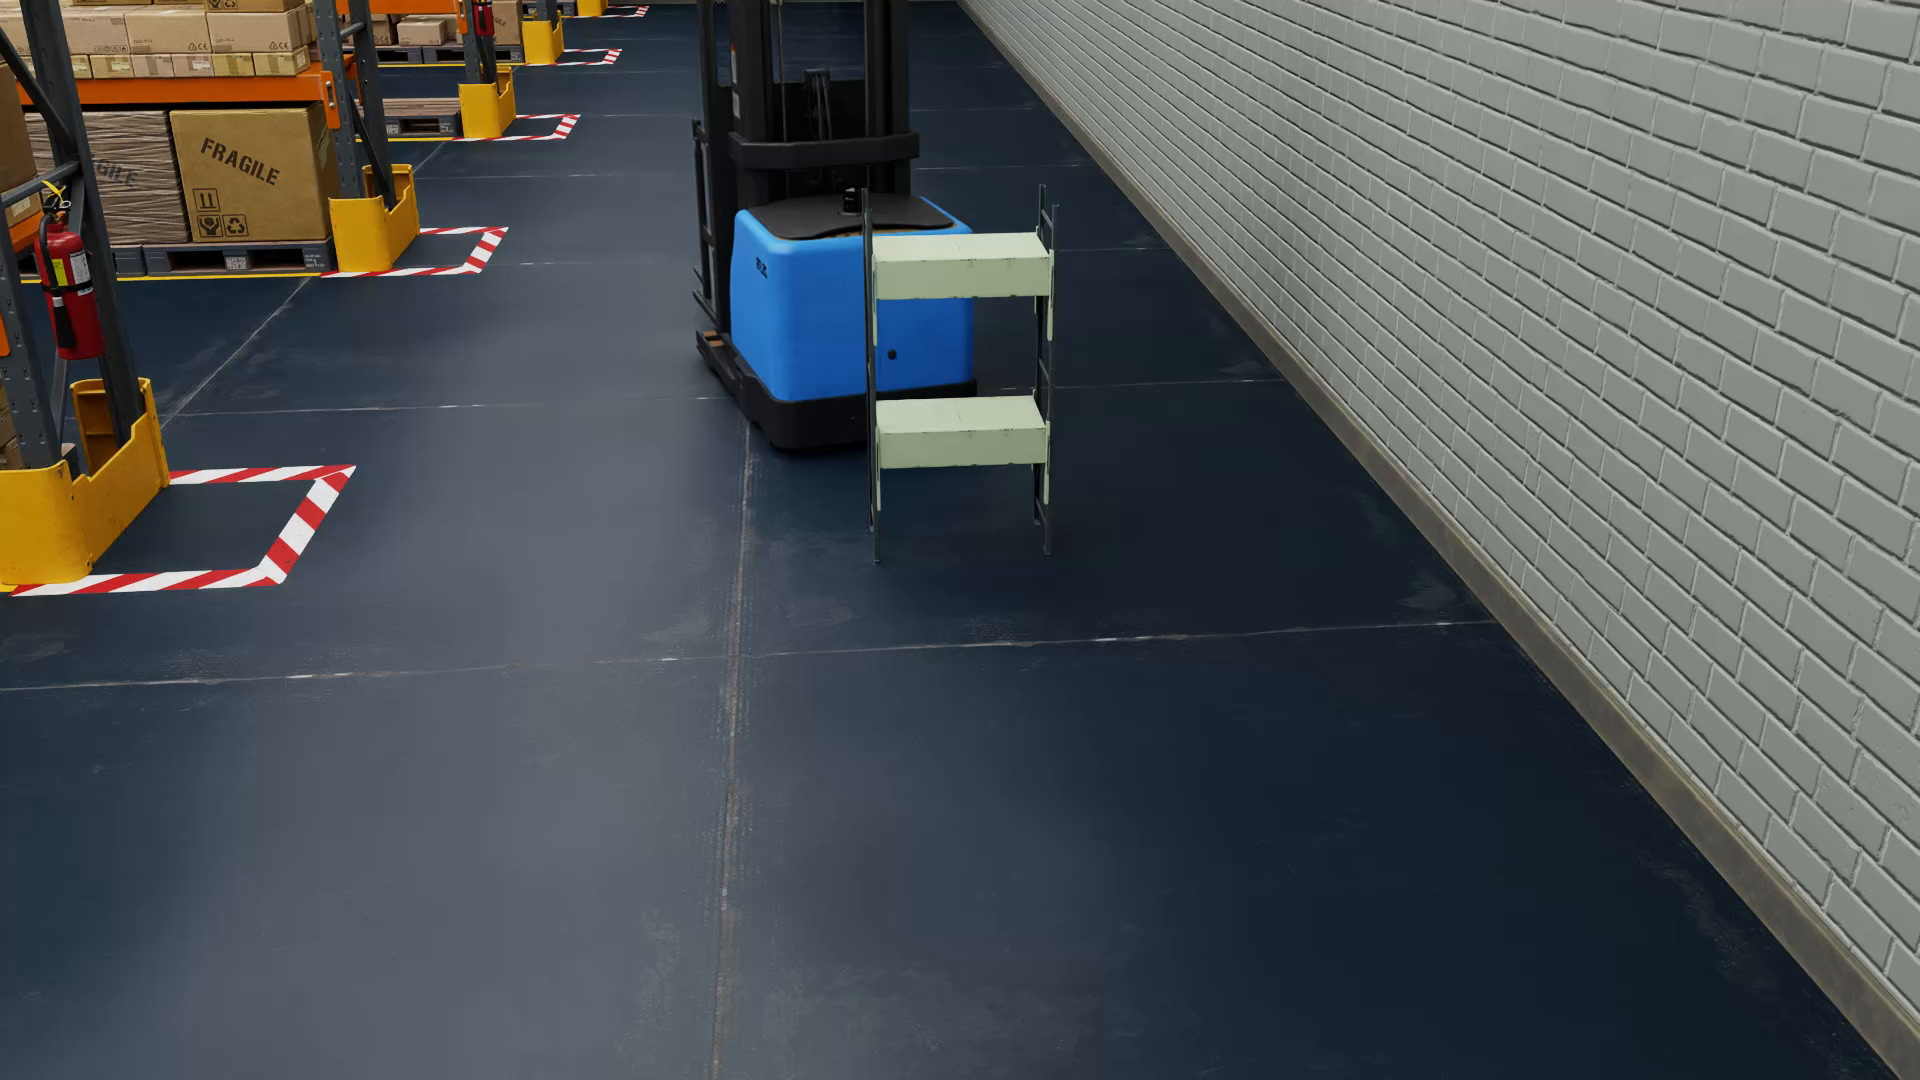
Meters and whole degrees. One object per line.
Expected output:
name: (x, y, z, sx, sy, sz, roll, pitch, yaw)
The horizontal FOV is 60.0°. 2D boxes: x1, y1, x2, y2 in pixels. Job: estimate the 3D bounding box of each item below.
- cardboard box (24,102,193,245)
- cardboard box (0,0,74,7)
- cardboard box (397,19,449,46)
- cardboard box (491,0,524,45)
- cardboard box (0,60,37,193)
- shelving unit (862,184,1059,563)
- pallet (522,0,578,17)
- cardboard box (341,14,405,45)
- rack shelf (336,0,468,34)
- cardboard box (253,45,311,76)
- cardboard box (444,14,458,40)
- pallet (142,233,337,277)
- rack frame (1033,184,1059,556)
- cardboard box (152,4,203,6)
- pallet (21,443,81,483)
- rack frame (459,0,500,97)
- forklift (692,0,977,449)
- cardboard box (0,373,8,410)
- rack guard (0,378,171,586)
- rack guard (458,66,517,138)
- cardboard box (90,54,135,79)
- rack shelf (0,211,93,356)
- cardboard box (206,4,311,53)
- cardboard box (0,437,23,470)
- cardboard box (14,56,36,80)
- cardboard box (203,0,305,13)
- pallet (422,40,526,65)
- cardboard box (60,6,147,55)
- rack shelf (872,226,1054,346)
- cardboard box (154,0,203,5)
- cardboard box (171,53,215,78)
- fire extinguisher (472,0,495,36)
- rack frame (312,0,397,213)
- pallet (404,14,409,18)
cardboard box: (-5.699, -2.563, 11.422, 0.875, 0.875, 0.875, -2, 24, -5)
cardboard box: (-6.204, -3.529, 11.314, 0.500, 0.250, 0.500, -3, 24, -6)
cardboard box: (-6.599, -6.238, 20.435, 0.500, 0.250, 0.500, -2, 24, -5)
cardboard box: (-5.651, -6.378, 20.442, 0.500, 0.500, 0.500, -2, 24, -5)
cardboard box: (-4.251, -1.703, 6.898, 0.500, 0.500, 0.500, -1, 24, -3)
shelving unit: (-0.007, -0.685, 6.945, 0.755, 1.500, 0.431, -2, 24, -5)
pallet: (-6.413, -8.105, 25.225, 1.213, 0.211, 1.003, -2, 24, -5)
cardboard box: (-7.246, -6.418, 20.529, 0.637, 0.503, 0.797, -2, 24, -5)
rack shelf: (-6.641, -5.030, 15.758, 4.000, 0.370, 1.077, -2, 24, -5)
cardboard box: (-4.486, -3.174, 11.007, 0.250, 0.149, 0.380, -2, 24, -4)
cardboard box: (-6.201, -6.458, 20.930, 0.500, 0.250, 0.500, -2, 24, -5)
pallet: (-4.952, -2.098, 11.711, 1.213, 0.211, 1.003, -2, 24, -5)
rack frame: (0.358, -0.700, 6.978, 0.023, 1.500, 0.400, -2, 24, -5)
cardboard box: (-5.185, -3.570, 11.408, 0.500, 0.250, 0.500, -3, 24, -6)
pallet: (-4.665, -0.132, 7.287, 1.213, 0.211, 1.003, -2, 24, -5)
rack frame: (-4.651, -5.438, 15.792, 0.127, 3.000, 1.000, -2, 24, -5)
forklift: (-0.881, -2.353, 8.936, 1.130, 2.935, 3.031, -8, 25, -18)
cardboard box: (-4.332, -0.705, 7.403, 0.250, 0.149, 0.380, -3, 24, -8)
rack guard: (-3.853, -0.282, 7.269, 0.348, 0.500, 1.175, -2, 24, -5)
rack guard: (-4.628, -4.302, 16.314, 0.348, 0.500, 1.175, -2, 24, -5)
cardboard box: (-5.502, -3.133, 10.914, 0.250, 0.149, 0.380, -3, 24, -6)
rack shelf: (-5.768, -1.019, 6.735, 4.000, 0.370, 1.077, -2, 24, -5)
cardboard box: (-4.620, -3.377, 10.973, 0.500, 0.250, 0.500, -3, 24, -6)
cardboard box: (-4.330, -0.425, 7.506, 0.250, 0.149, 0.380, -2, 24, -4)
cardboard box: (-6.007, -3.113, 10.870, 0.250, 0.149, 0.380, -2, 24, -4)
cardboard box: (-4.623, -3.721, 10.823, 0.500, 0.500, 0.500, -2, 24, -4)
pallet: (-6.003, -6.131, 20.784, 1.213, 0.211, 1.003, -2, 24, -5)
cardboard box: (-5.632, -3.337, 10.882, 0.500, 0.250, 0.500, -3, 24, -7)
rack shelf: (-0.007, -1.042, 6.786, 0.720, 0.370, 0.431, -2, 24, -5)
cardboard box: (-5.166, -3.916, 11.263, 0.500, 0.500, 0.500, -3, 24, -6)
cardboard box: (-4.996, -3.153, 10.961, 0.250, 0.149, 0.380, -2, 24, -5)
fire extinguisher: (-4.456, -5.055, 15.484, 0.183, 0.674, 0.296, -2, 24, -5)
rack frame: (-4.164, -3.436, 11.288, 0.127, 3.000, 1.000, -2, 24, -5)
pallet: (-8.841, -8.007, 25.005, 1.213, 0.211, 1.003, -2, 24, -5)
